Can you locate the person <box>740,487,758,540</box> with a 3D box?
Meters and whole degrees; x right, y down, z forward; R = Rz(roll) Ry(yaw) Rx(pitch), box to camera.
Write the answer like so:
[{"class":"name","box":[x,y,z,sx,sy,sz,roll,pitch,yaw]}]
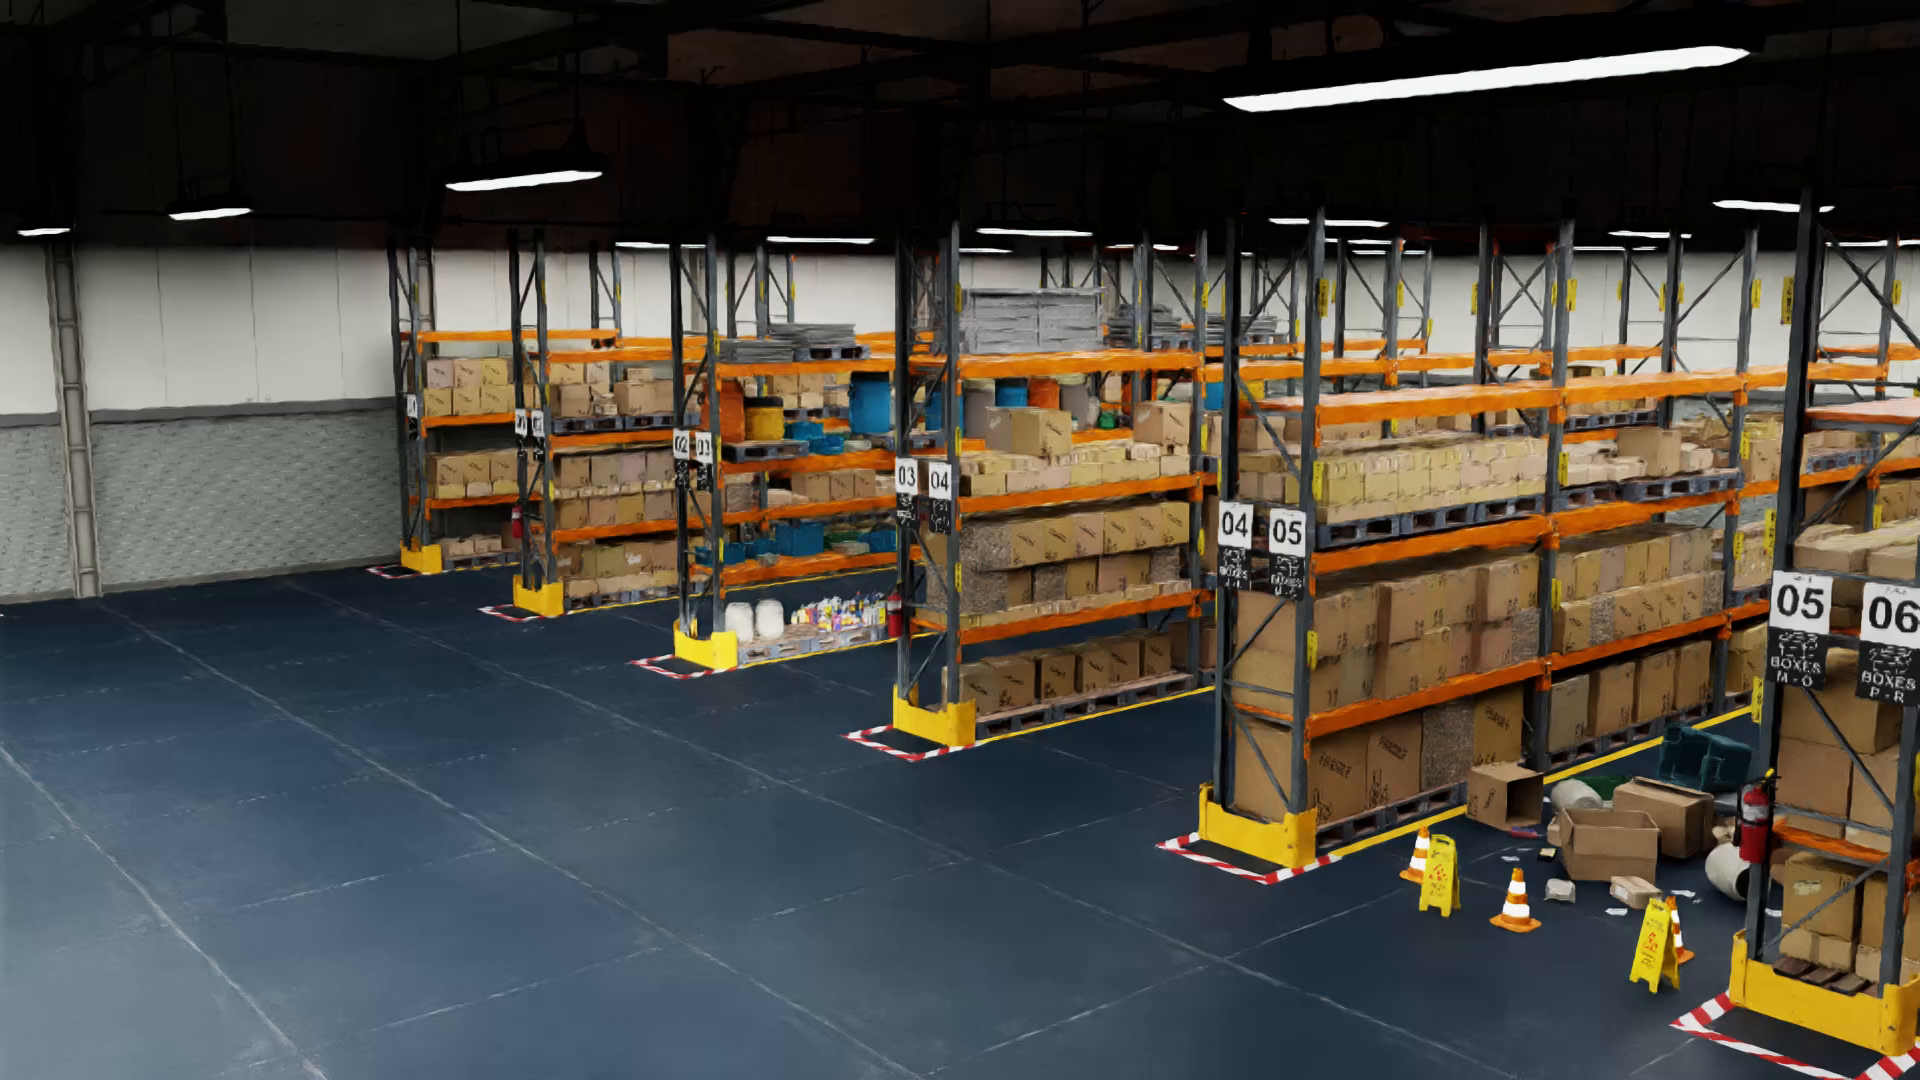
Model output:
[{"class":"person","box":[-4.085,-0.443,31.047,1.194,1.672,0.598,-7,11,-37]}]
